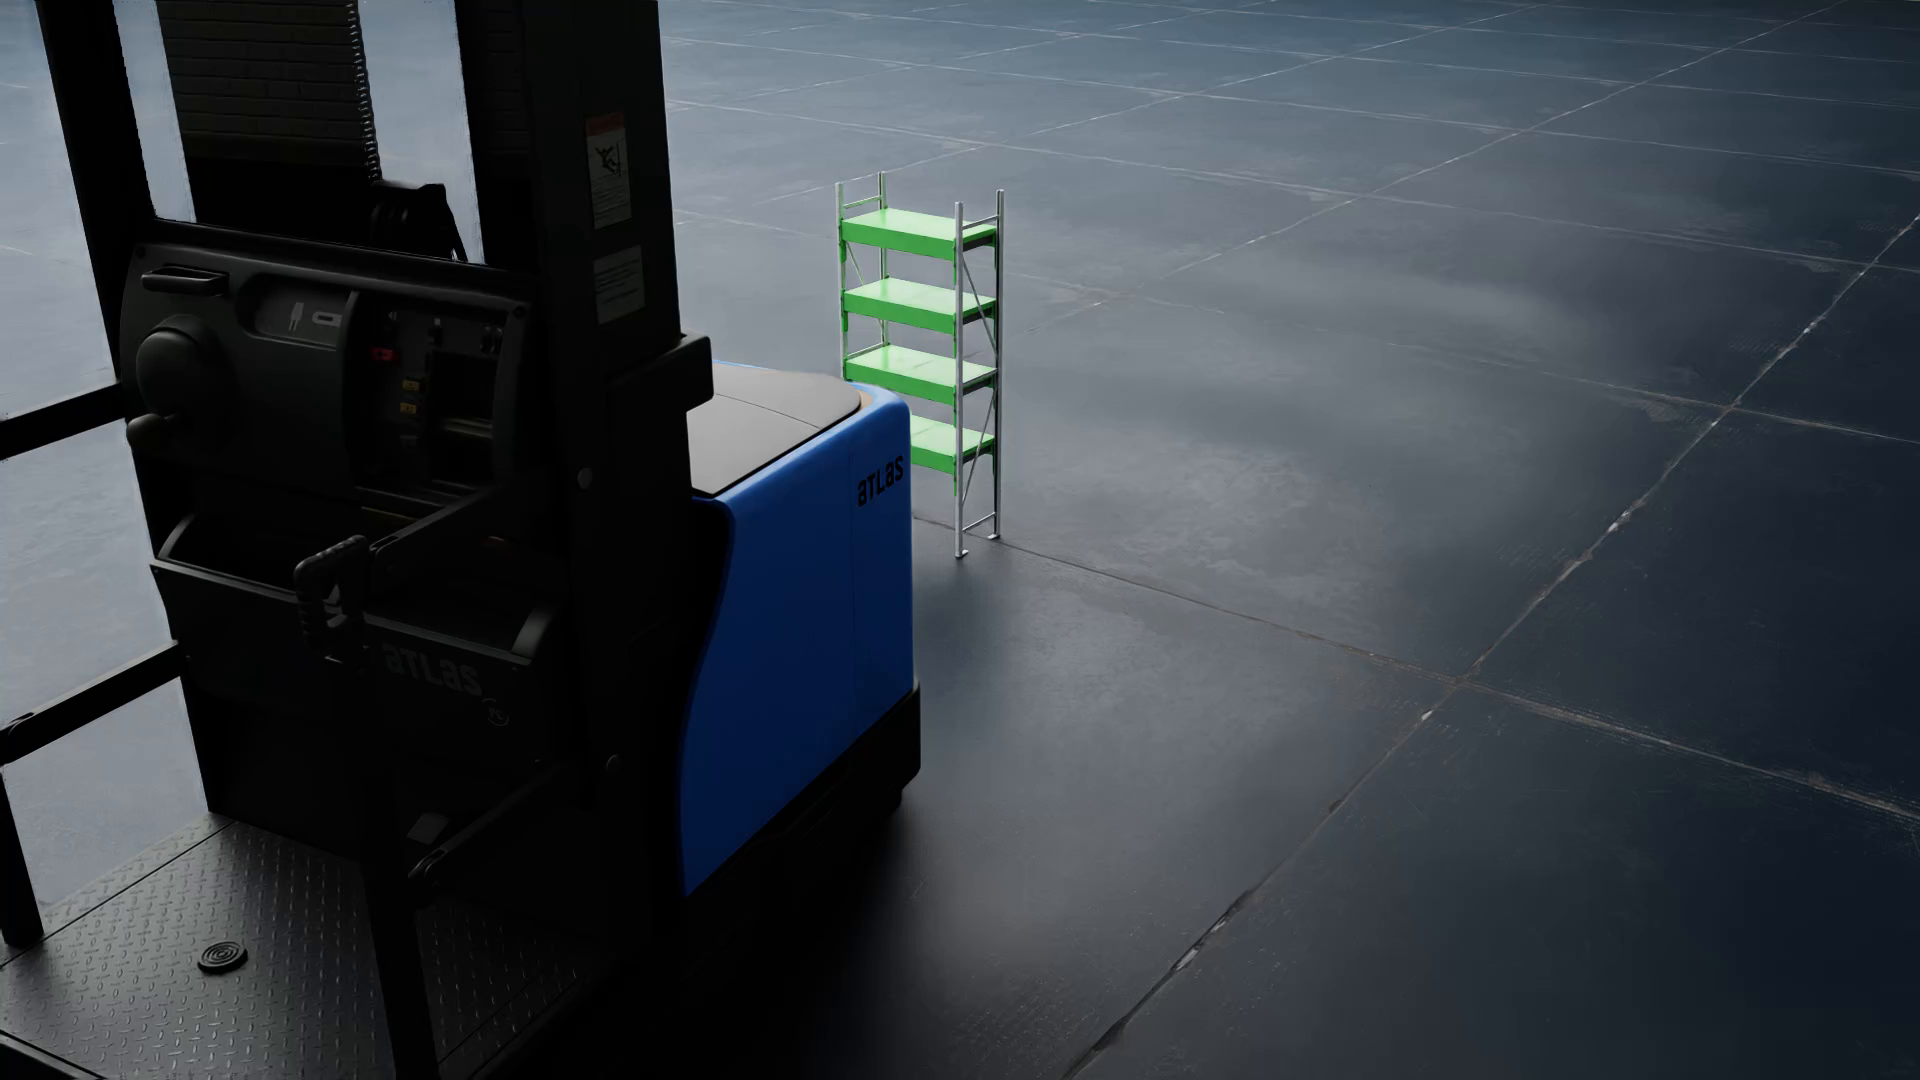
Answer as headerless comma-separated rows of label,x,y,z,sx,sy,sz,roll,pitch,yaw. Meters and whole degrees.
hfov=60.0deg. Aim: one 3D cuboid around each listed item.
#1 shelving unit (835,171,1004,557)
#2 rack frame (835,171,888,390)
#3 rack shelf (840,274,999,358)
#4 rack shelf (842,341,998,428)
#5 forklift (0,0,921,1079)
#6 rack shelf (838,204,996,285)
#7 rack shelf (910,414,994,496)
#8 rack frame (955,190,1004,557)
shelving unit,-0.132,-0.589,5.599,0.503,1.200,0.258,17,29,33
rack frame,-0.328,-0.648,5.733,0.015,1.200,0.240,17,29,33
rack shelf,-0.132,-0.750,5.528,0.480,0.148,0.258,17,29,33
rack shelf,-0.132,-0.531,5.625,0.480,0.148,0.258,17,29,33
forklift,-1.211,-0.265,2.717,1.130,2.935,3.031,11,26,24
rack shelf,-0.132,-0.970,5.431,0.480,0.148,0.258,17,29,33
rack shelf,-0.132,-0.311,5.721,0.480,0.148,0.258,17,29,33
rack frame,0.063,-0.530,5.465,0.015,1.200,0.240,17,29,33
